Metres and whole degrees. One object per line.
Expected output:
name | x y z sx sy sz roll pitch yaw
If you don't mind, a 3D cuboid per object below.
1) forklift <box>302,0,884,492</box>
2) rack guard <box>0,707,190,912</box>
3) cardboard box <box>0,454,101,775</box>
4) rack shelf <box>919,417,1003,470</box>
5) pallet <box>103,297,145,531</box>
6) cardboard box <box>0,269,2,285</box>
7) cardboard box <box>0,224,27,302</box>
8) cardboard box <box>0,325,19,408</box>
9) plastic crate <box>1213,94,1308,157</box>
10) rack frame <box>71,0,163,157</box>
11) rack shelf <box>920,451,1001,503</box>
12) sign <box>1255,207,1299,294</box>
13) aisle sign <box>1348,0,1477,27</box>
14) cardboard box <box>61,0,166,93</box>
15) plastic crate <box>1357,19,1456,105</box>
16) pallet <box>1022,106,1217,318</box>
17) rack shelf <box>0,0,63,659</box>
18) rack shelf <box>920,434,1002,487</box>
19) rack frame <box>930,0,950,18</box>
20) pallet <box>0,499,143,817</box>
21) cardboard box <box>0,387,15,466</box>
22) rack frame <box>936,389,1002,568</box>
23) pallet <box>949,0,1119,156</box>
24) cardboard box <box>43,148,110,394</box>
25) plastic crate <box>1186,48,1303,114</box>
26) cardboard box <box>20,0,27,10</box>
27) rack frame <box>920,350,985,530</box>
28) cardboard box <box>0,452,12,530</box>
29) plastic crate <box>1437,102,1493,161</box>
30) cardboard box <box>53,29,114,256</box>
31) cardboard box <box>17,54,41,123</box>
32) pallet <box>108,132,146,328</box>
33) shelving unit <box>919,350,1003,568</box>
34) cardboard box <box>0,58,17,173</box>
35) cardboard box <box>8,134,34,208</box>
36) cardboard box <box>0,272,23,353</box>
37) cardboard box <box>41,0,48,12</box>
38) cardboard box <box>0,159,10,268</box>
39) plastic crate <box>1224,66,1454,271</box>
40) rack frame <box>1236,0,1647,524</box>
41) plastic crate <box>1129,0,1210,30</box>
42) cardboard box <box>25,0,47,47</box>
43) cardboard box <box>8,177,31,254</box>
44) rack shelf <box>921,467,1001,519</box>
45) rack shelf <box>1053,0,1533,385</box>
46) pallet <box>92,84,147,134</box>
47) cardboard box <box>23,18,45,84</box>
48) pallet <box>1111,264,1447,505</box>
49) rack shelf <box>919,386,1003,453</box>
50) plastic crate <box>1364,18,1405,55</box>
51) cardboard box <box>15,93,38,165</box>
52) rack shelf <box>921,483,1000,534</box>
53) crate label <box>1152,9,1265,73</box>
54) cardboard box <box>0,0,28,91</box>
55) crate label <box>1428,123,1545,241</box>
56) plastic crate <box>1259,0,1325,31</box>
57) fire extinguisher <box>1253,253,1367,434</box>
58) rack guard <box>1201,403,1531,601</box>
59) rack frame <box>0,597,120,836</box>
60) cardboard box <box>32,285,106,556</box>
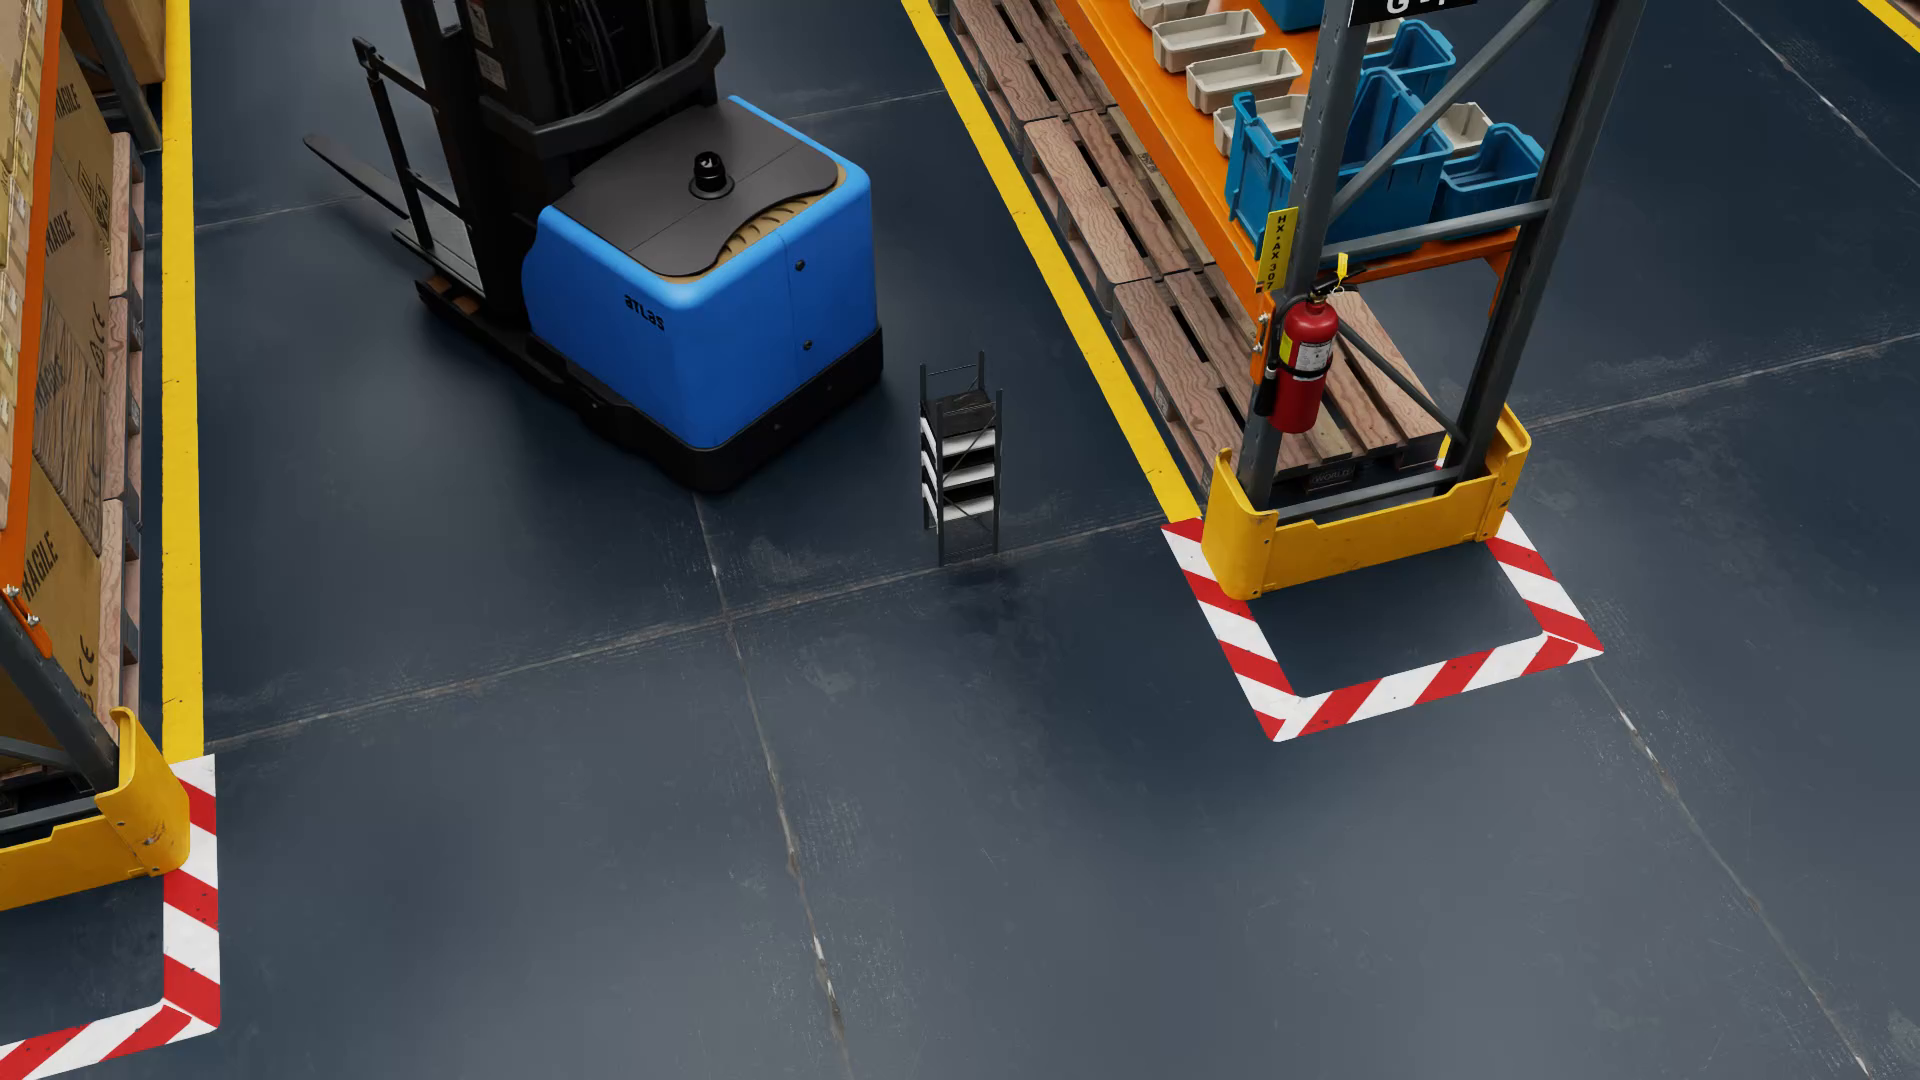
forklift | -1.759 -2.124 6.413 3.031 2.935 1.130 34 58 25
rack guard | -3.207 0.949 5.412 1.175 0.500 0.348 -13 51 -11
cardboard box | -3.480 0.226 5.502 0.875 0.875 0.875 -13 51 -11
rack shelf | 0.002 -0.379 6.078 0.258 0.077 0.200 -13 51 -11
pallet | -3.883 -0.431 6.765 1.003 0.211 1.213 -13 51 -11
cardboard box | -3.258 -0.711 5.081 0.500 0.250 0.500 -14 51 -11
cardboard box | -3.310 -0.877 5.481 0.380 0.149 0.250 -14 51 -12
cardboard box | -3.157 -0.501 5.164 0.380 0.149 0.250 -14 51 -12
plastic crate | 1.103 -1.483 5.961 0.396 0.136 0.243 -13 51 -11
rack frame | -4.397 -2.795 6.934 1.000 3.000 0.127 -13 51 -11
rack shelf | 0.002 -0.263 6.216 0.258 0.077 0.200 -13 51 -11
sign | 0.997 -0.910 5.238 0.100 0.325 0.005 -13 51 -11
aisle sign | 1.259 -1.713 4.321 0.394 0.787 0.004 -13 51 -11
cardboard box | -4.605 -2.709 7.976 1.225 0.875 0.875 -13 51 -11
plastic crate | 1.564 -1.695 6.077 0.416 0.233 0.300 -13 51 -11
pallet | 0.953 -1.595 7.747 1.003 0.211 1.213 -13 51 -11
rack shelf | -3.806 -1.103 5.978 1.077 0.370 4.000 -13 51 -11
rack shelf | 0.002 -0.321 6.147 0.258 0.077 0.200 -13 51 -11
rack frame | 0.334 -3.915 7.878 1.000 3.000 0.127 -13 51 -11
pallet | -3.525 0.459 6.015 1.003 0.211 1.213 -13 51 -11
cardboard box | -3.081 -0.314 5.007 0.380 0.149 0.250 -14 51 -12
rack frame | 0.032 -0.210 6.128 0.240 0.900 0.006 -13 51 -11
pallet | 0.589 -2.488 8.499 1.003 0.211 1.213 -13 51 -11
cardboard box | -4.012 -1.088 6.610 0.875 0.875 0.875 -13 51 -11
plastic crate | 1.031 -1.698 6.142 0.396 0.136 0.243 -13 51 -11
cardboard box | -3.860 -2.202 6.338 0.500 0.250 0.500 -12 51 -10
rack frame | -0.028 -0.358 6.253 0.240 0.900 0.006 -13 51 -11
cardboard box | -3.004 -0.127 4.849 0.380 0.149 0.250 -13 51 -11
plastic crate | 1.743 -1.436 5.921 0.250 0.136 0.298 -13 51 -11
cardboard box | -4.278 -1.746 7.164 0.875 0.875 0.875 -13 51 -11
cardboard box | -3.614 -1.627 6.114 0.380 0.149 0.250 -14 51 -12
pallet | -4.247 -1.323 7.517 1.003 0.211 1.213 -13 51 -11
shelving unit | 0.002 -0.284 6.191 0.258 0.900 0.210 -13 51 -11
cardboard box | -3.563 -1.459 5.711 0.500 0.250 0.500 -14 51 -12
cardboard box | -3.460 -1.250 5.796 0.380 0.149 0.250 -14 51 -12
cardboard box | -3.235 -0.691 5.325 0.380 0.149 0.250 -14 51 -12
cardboard box | -3.842 -2.190 6.588 0.380 0.149 0.250 -14 51 -12
cardboard box | -3.403 -1.079 5.391 0.500 0.250 0.500 -15 51 -12
plastic crate | 1.240 -1.227 5.550 0.616 0.435 0.499 -13 51 -11
rack frame | 1.517 -0.994 5.415 1.000 3.000 0.127 -13 51 -11
plastic crate | 0.820 -2.108 6.488 0.298 0.136 0.250 -13 51 -11
cardboard box | -3.766 -2.002 6.430 0.380 0.149 0.250 -12 51 -10
cardboard box | -3.386 -1.065 5.640 0.380 0.149 0.250 -14 51 -11
rack shelf | 0.002 -0.205 6.285 0.258 0.077 0.200 -13 51 -11
rack shelf | 0.926 -2.223 6.922 1.077 0.370 4.000 -13 51 -11
pallet | -4.697 -2.443 8.461 1.003 0.211 1.213 -13 51 -11
cardboard box | -3.689 -1.814 6.271 0.380 0.149 0.250 -12 51 -10
pallet | 1.310 -0.706 6.997 1.003 0.211 1.213 -13 51 -11
rack shelf | 0.002 -0.437 6.010 0.258 0.077 0.200 -13 51 -11
plastic crate | 1.542 -1.931 6.339 0.250 0.136 0.298 -13 51 -11
cardboard box | -3.539 -1.441 5.957 0.380 0.149 0.250 -13 51 -10
rack shelf | 0.002 -0.147 6.354 0.258 0.077 0.200 -13 51 -11
crate label | 0.926 -1.896 6.309 0.396 0.136 0.243 -13 51 -11
cardboard box | -3.709 -1.830 6.024 0.500 0.250 0.500 -12 51 -10
crate label | 1.759 -1.214 5.671 0.416 0.233 0.303 -13 51 -11
plastic crate | 1.369 -2.175 6.482 0.416 0.233 0.300 -13 51 -11
fire extinguisher | 1.128 -0.636 5.408 0.296 0.674 0.183 -13 51 -11
rack guard | 1.537 -0.173 6.359 1.175 0.500 0.348 -13 51 -11
rack frame | -3.214 0.126 4.471 1.000 3.000 0.127 -13 51 -11
cardboard box | -3.749 -0.438 6.062 0.875 0.875 0.875 -13 51 -11
